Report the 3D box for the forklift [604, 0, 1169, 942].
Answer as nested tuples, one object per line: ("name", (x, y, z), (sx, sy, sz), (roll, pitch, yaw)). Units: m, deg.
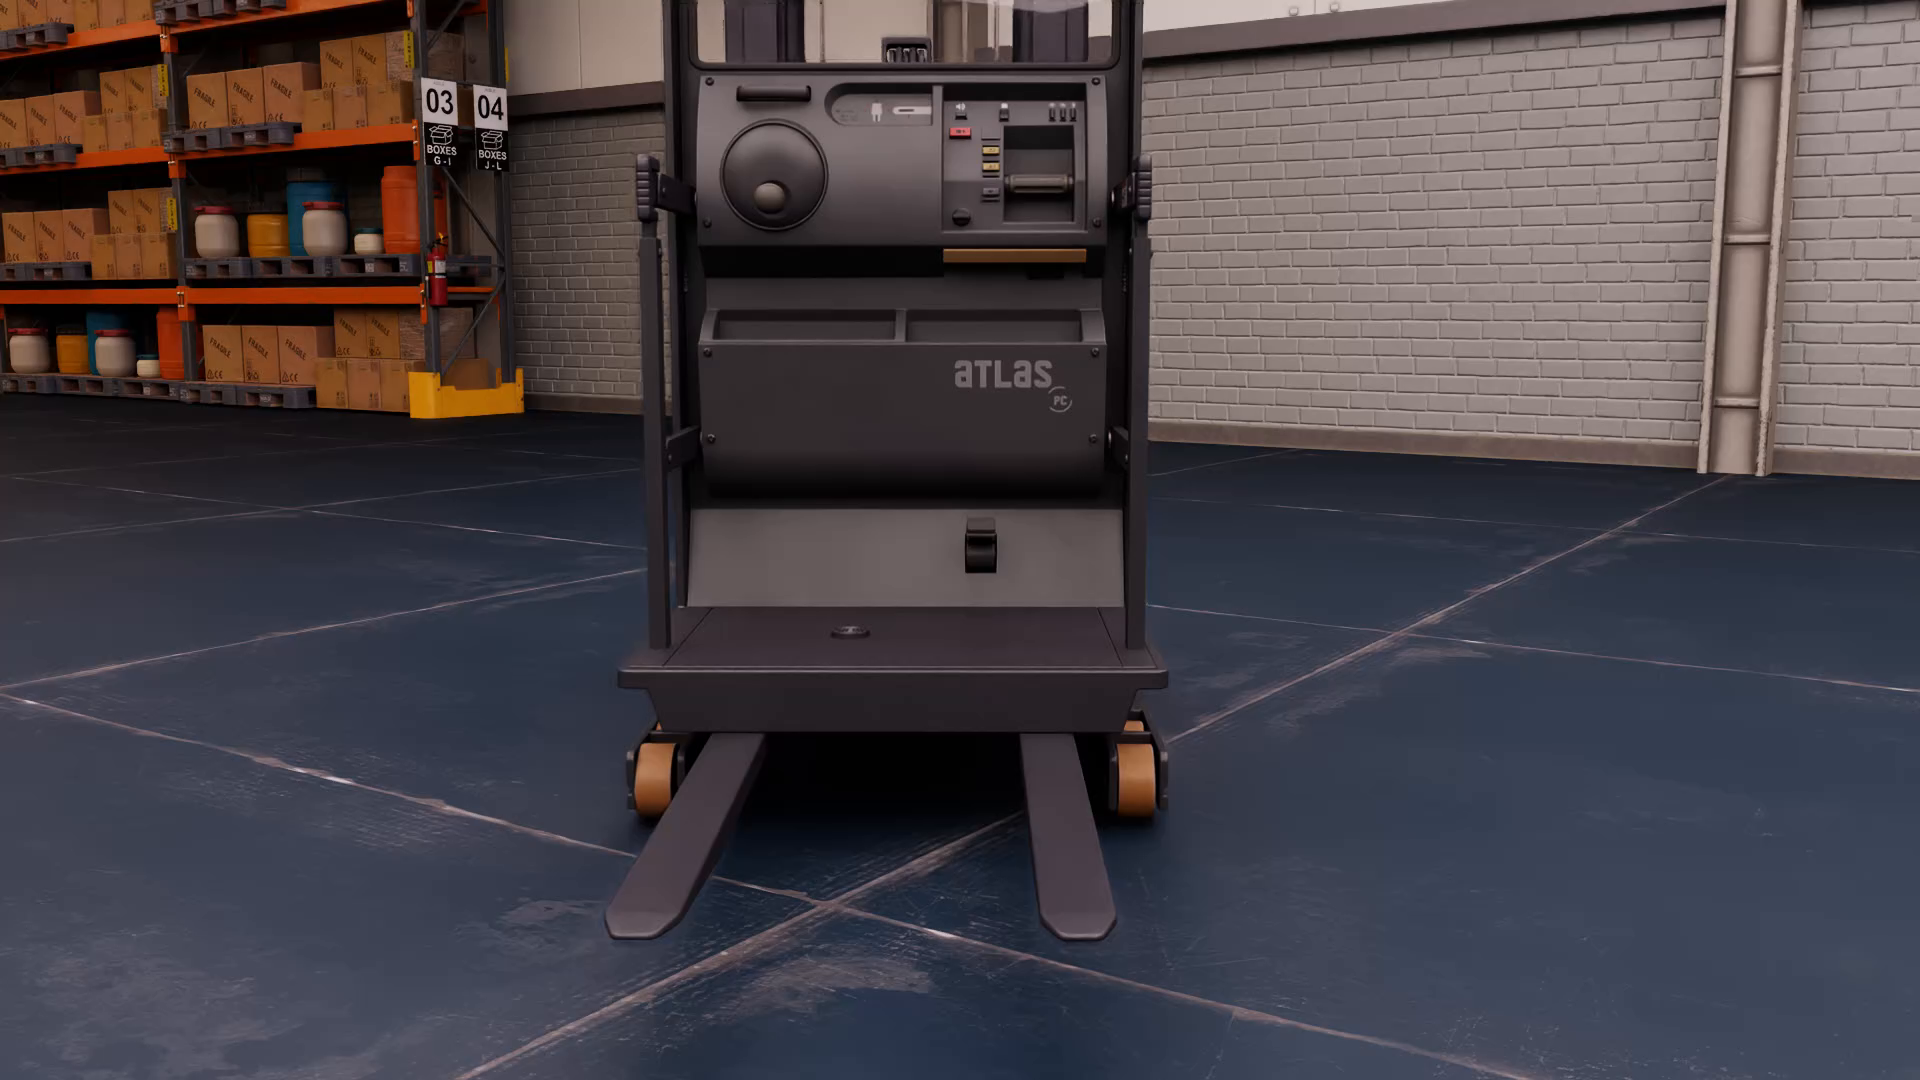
("forklift", (-0.130, -0.907, 3.573), (1.130, 2.935, 3.031), (0, 8, 0))
